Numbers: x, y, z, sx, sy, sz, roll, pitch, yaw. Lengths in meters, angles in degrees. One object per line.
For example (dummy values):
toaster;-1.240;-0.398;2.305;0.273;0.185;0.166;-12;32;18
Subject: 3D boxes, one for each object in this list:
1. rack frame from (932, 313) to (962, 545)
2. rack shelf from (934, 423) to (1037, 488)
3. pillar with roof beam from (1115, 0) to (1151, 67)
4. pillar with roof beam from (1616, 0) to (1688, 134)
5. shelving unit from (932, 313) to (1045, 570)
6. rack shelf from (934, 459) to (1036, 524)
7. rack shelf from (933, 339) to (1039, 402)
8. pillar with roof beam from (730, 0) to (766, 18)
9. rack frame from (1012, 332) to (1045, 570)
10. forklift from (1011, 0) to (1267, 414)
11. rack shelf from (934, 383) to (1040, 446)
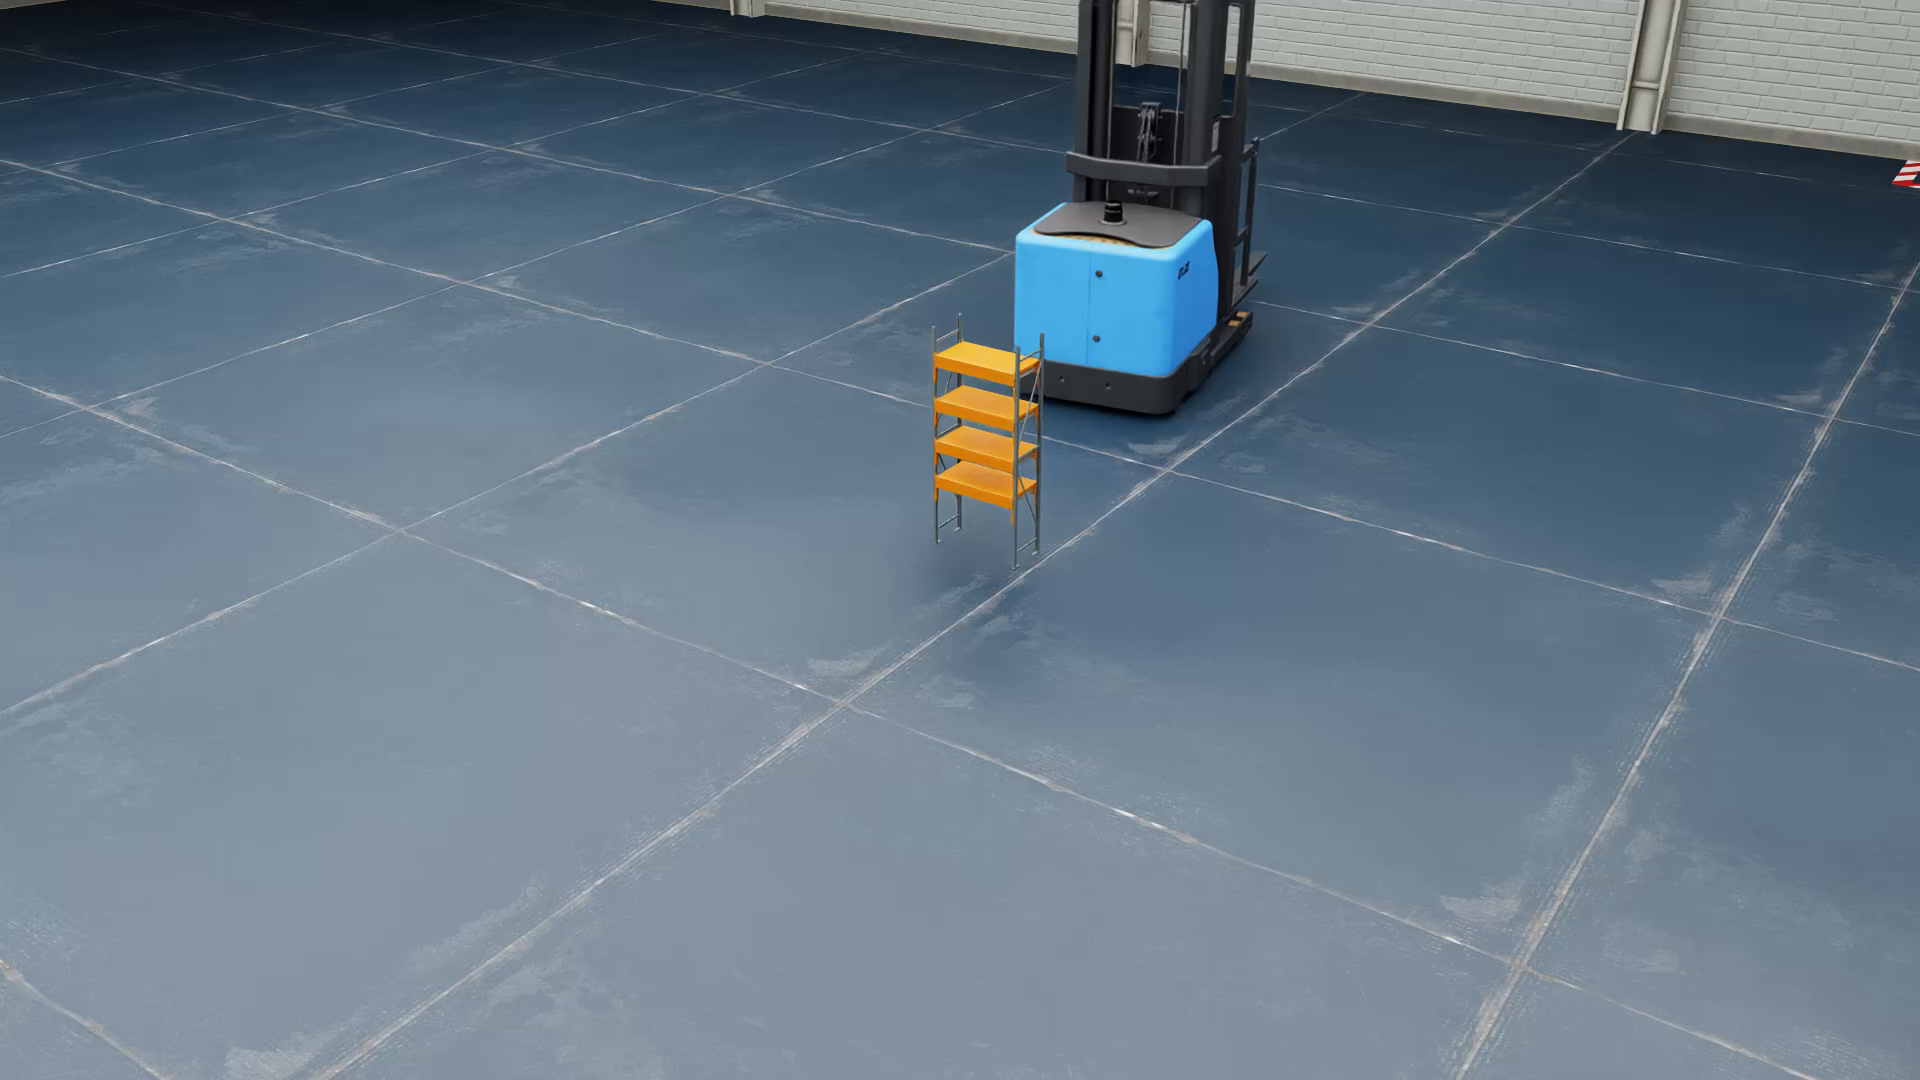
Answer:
rack frame;-0.065;-0.555;8.517;0.015;1.200;0.240;17;32;30
rack shelf;0.136;-0.432;8.425;0.480;0.148;0.258;17;32;30
pillar with roof beam;-0.425;-8.148;14.839;0.400;9.000;9.100;17;32;30
pillar with roof beam;4.521;-6.607;11.811;0.400;9.000;9.100;17;32;30
shelving unit;0.136;-0.492;8.394;0.503;1.200;0.258;17;32;30
rack shelf;0.136;-0.255;8.515;0.480;0.148;0.258;17;32;30
rack shelf;0.136;-0.842;8.216;0.480;0.148;0.258;17;32;30
pillar with roof beam;-5.370;-9.688;17.866;0.400;9.000;9.100;17;32;30
rack frame;0.338;-0.430;8.271;0.015;1.200;0.240;17;32;30
forklift;1.385;-2.713;10.850;1.130;2.935;3.031;11;29;21
rack shelf;0.136;-0.632;8.323;0.480;0.148;0.258;17;32;30
